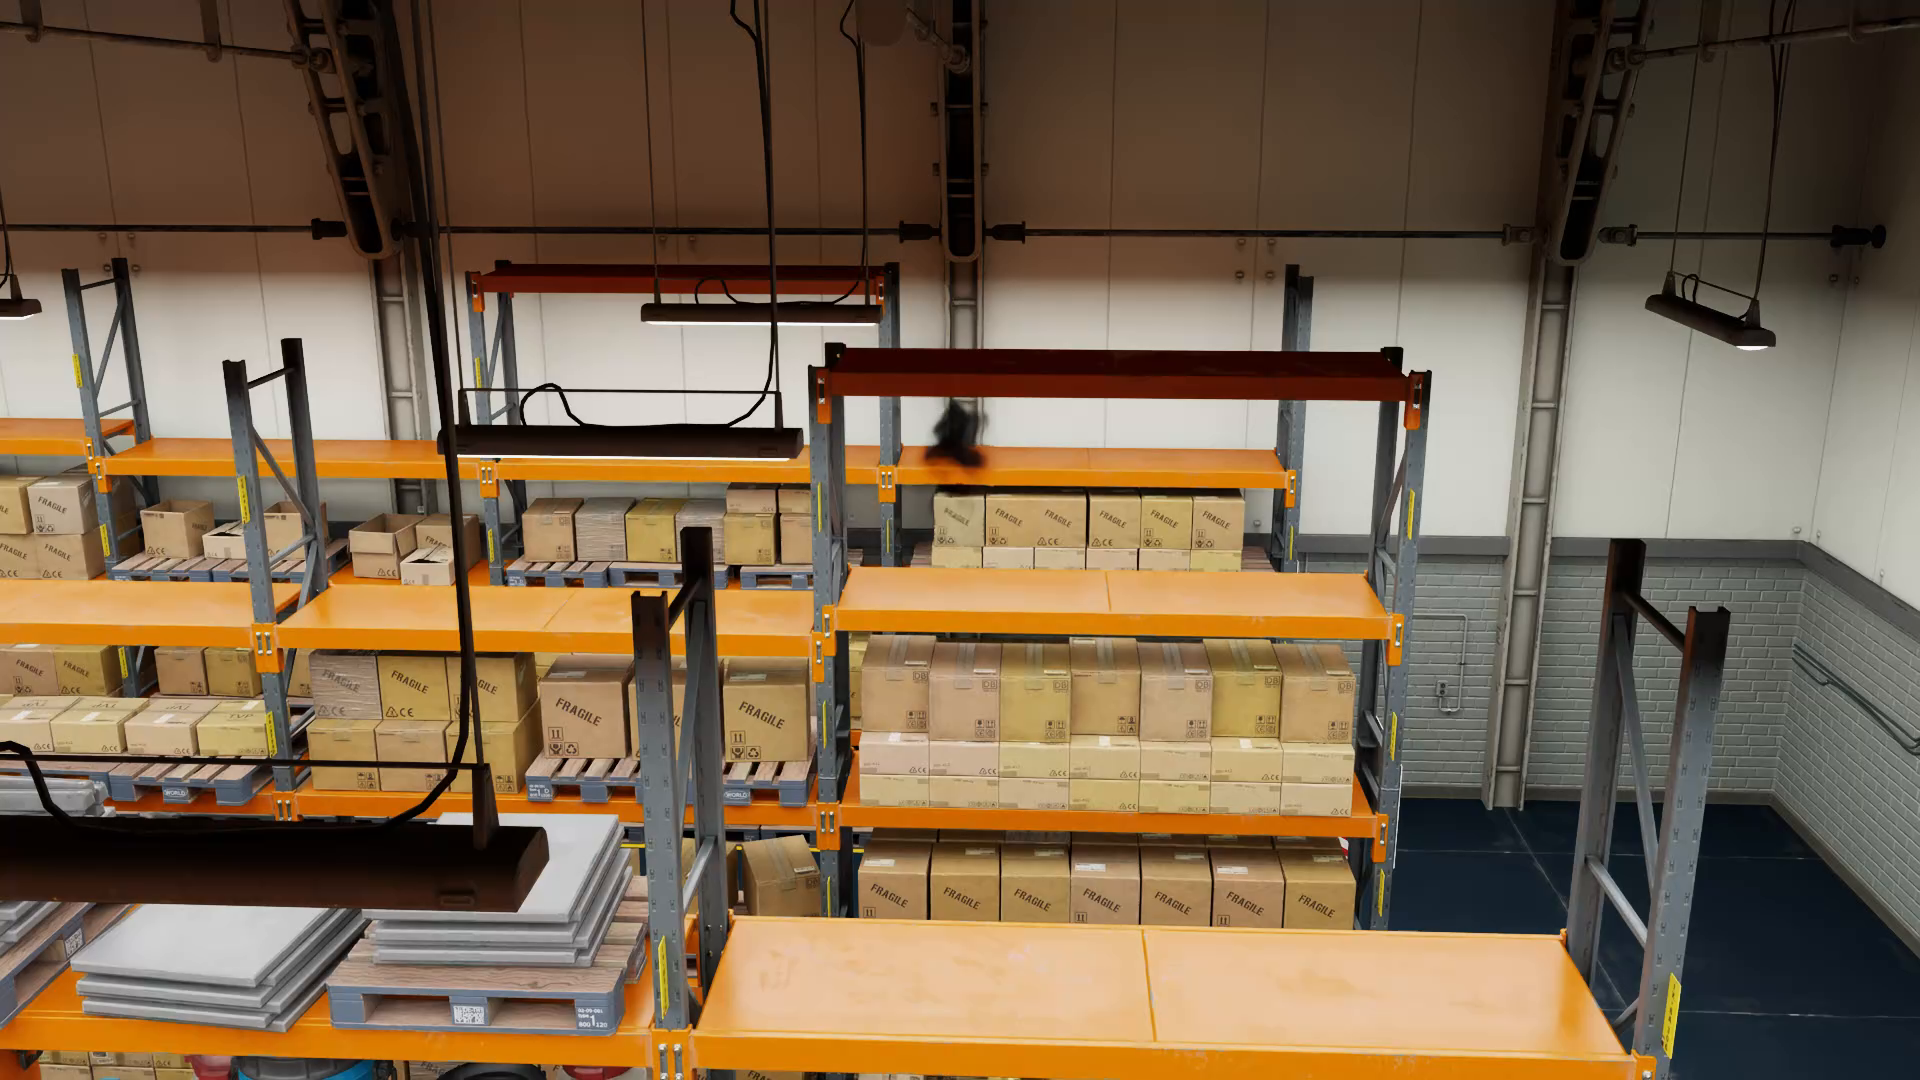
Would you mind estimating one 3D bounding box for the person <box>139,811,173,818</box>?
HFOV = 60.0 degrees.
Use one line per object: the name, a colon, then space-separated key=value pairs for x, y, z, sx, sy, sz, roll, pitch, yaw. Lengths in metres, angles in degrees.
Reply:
person: x=-7.123 y=3.130 z=14.948 sx=0.515 sy=1.633 sz=0.661 roll=1 pitch=16 yaw=2
